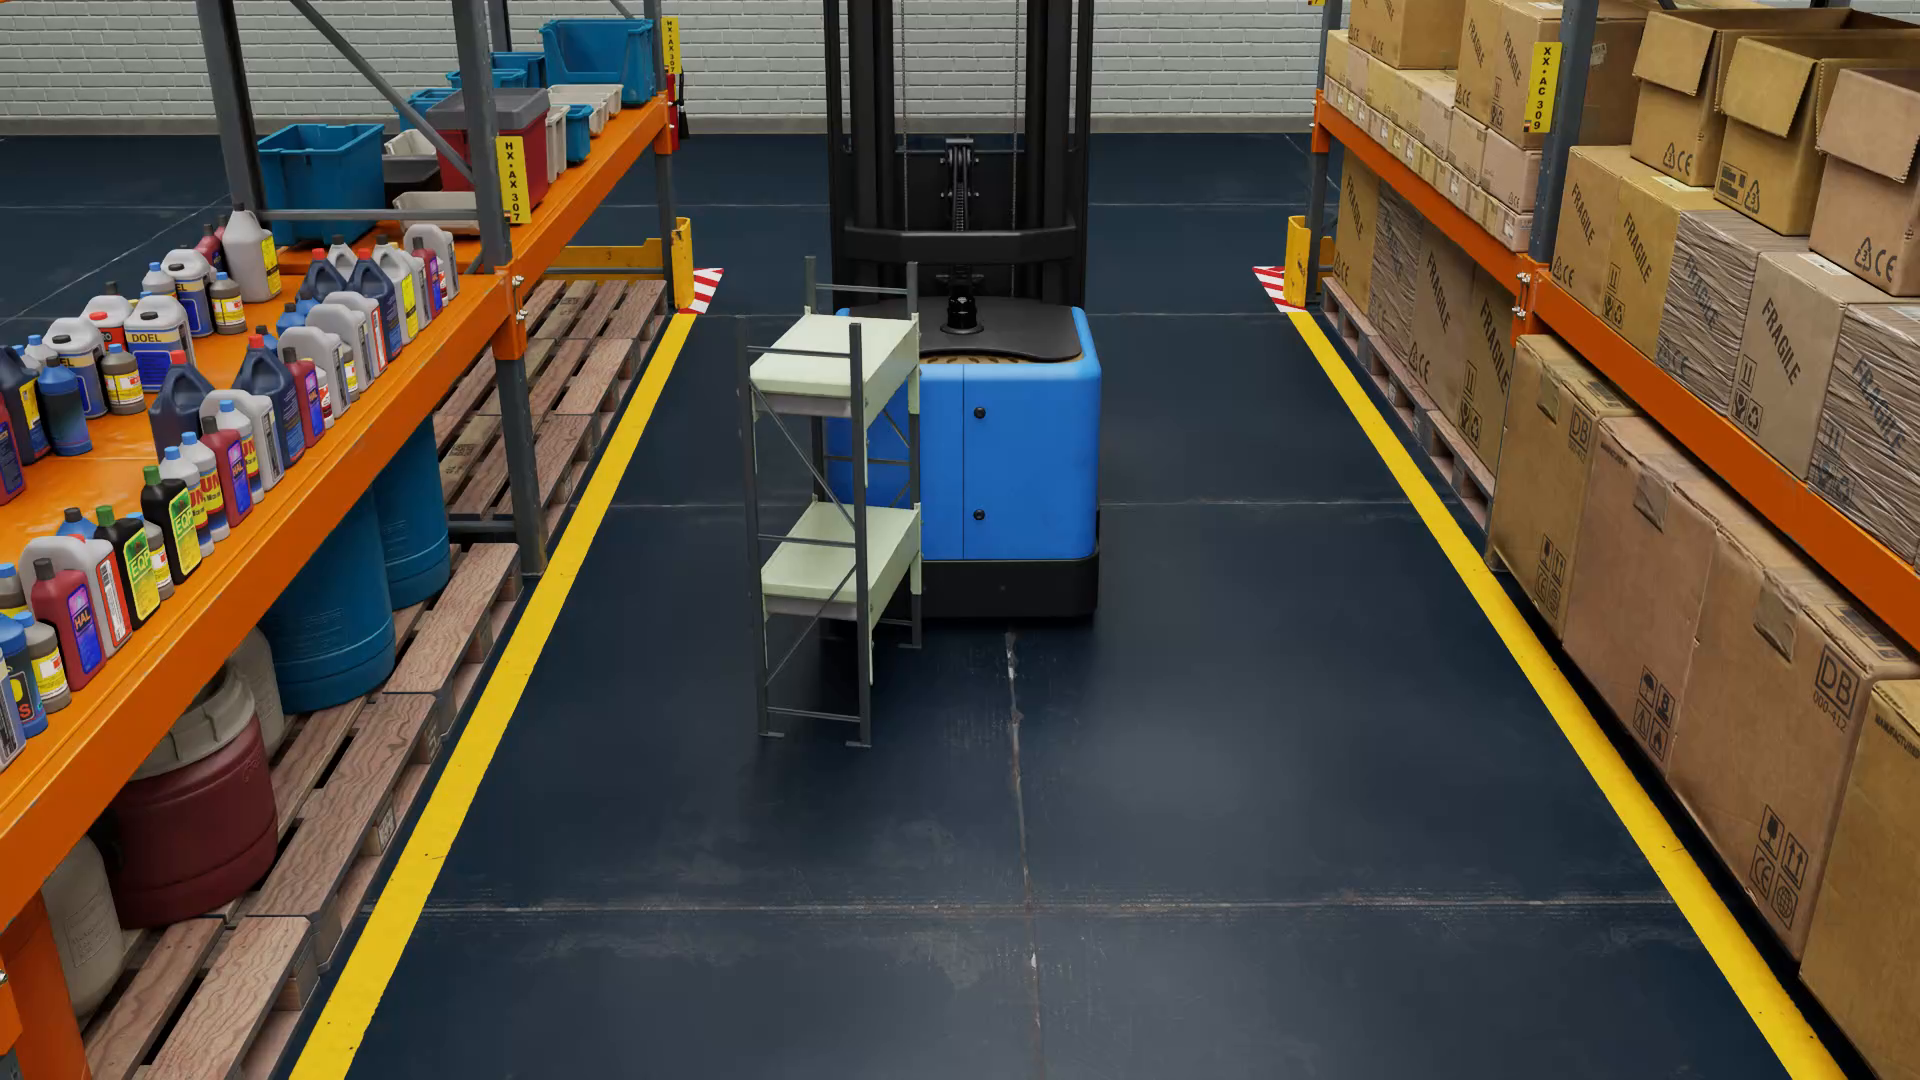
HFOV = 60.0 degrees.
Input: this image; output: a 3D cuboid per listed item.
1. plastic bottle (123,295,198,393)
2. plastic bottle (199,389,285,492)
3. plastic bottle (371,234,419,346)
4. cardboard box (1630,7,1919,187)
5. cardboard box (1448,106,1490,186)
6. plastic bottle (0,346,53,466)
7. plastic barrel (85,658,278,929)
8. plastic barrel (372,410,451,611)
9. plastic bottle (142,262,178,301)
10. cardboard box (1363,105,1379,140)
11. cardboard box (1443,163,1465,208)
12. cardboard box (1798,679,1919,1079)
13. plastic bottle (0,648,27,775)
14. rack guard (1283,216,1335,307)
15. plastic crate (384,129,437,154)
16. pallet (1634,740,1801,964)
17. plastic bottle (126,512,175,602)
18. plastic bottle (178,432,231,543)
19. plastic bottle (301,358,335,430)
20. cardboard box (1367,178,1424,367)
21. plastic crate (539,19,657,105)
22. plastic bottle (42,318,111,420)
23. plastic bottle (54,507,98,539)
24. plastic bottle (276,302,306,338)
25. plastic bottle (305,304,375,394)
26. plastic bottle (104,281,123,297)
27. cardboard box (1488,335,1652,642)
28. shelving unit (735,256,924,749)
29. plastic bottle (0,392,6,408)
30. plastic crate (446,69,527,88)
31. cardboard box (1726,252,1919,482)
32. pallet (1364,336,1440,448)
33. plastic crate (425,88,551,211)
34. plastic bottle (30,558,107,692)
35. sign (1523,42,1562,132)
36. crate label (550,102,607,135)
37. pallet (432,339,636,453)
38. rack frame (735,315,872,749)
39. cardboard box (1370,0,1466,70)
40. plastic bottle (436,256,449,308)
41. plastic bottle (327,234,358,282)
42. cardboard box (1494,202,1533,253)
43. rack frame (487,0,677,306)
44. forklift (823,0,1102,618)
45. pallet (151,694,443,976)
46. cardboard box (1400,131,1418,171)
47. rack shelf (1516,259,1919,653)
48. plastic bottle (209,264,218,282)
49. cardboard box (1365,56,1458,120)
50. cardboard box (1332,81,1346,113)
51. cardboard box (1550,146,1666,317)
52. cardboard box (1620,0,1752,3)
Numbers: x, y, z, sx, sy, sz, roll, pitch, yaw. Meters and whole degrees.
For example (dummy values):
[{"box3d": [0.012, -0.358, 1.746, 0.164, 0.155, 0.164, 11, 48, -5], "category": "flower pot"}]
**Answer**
[{"box3d": [-2.449, -0.600, 5.088, 0.152, 0.276, 0.135, 0, 24, -1], "category": "plastic bottle"}, {"box3d": [-1.888, -0.276, 4.372, 0.152, 0.276, 0.135, 0, 24, -1], "category": "plastic bottle"}, {"box3d": [-1.898, -0.830, 5.506, 0.144, 0.351, 0.185, 0, 24, -1], "category": "plastic bottle"}, {"box3d": [2.733, -1.492, 5.570, 0.797, 0.503, 0.637, -1, 24, -2], "category": "cardboard box"}, {"box3d": [2.442, -1.713, 7.220, 0.500, 0.250, 0.500, 0, 24, 1], "category": "cardboard box"}, {"box3d": [-2.598, -0.392, 4.536, 0.144, 0.351, 0.185, 0, 24, -1], "category": "plastic bottle"}, {"box3d": [-2.226, 0.659, 4.570, 0.600, 0.588, 0.708, 0, 24, -1], "category": "plastic barrel"}, {"box3d": [-2.246, -0.241, 6.180, 0.600, 0.901, 0.708, 0, 24, -1], "category": "plastic barrel"}, {"box3d": [-2.633, -0.780, 5.491, 0.097, 0.271, 0.097, 0, 24, 0], "category": "plastic bottle"}, {"box3d": [2.361, -2.215, 8.812, 0.380, 0.149, 0.250, -1, 24, -2], "category": "cardboard box"}, {"box3d": [2.378, -1.580, 7.408, 0.380, 0.149, 0.250, 0, 24, 0], "category": "cardboard box"}, {"box3d": [2.775, 0.888, 3.715, 1.225, 0.875, 0.875, -1, 24, -3], "category": "cardboard box"}, {"box3d": [-1.873, 0.295, 3.108, 0.152, 0.276, 0.135, 0, 24, -1], "category": "plastic bottle"}, {"box3d": [2.674, -1.772, 10.560, 1.175, 0.500, 0.348, 0, 24, -1], "category": "rack guard"}, {"box3d": [-2.555, -1.853, 7.955, 0.293, 0.136, 0.466, 0, 24, -1], "category": "plastic crate"}, {"box3d": [2.818, 0.840, 5.137, 1.003, 0.211, 1.213, 0, 24, -1], "category": "pallet"}, {"box3d": [-1.853, 0.035, 3.773, 0.097, 0.201, 0.097, 0, 24, 0], "category": "plastic bottle"}, {"box3d": [-1.857, -0.132, 4.057, 0.097, 0.271, 0.097, 0, 24, 0], "category": "plastic bottle"}, {"box3d": [-1.865, -0.422, 4.783, 0.097, 0.201, 0.097, 0, 24, 0], "category": "plastic bottle"}, {"box3d": [2.771, -1.485, 8.963, 0.875, 0.875, 0.875, 0, 24, -1], "category": "cardboard box"}, {"box3d": [-2.088, -2.785, 9.651, 0.616, 0.435, 0.499, 0, 24, -1], "category": "plastic crate"}, {"box3d": [-2.598, -0.504, 4.875, 0.152, 0.276, 0.135, 0, 24, -1], "category": "plastic bottle"}, {"box3d": [-1.913, 0.059, 3.636, 0.097, 0.271, 0.097, 0, 24, 0], "category": "plastic bottle"}, {"box3d": [-2.021, -0.588, 5.067, 0.097, 0.271, 0.097, 0, 24, 0], "category": "plastic bottle"}, {"box3d": [-1.897, -0.599, 5.084, 0.152, 0.276, 0.135, 0, 24, -1], "category": "plastic bottle"}, {"box3d": [-2.648, -0.658, 5.206, 0.061, 0.283, 0.133, 0, 24, -1], "category": "plastic bottle"}, {"box3d": [2.745, -0.212, 6.147, 1.225, 0.875, 0.875, 0, 24, 0], "category": "cardboard box"}, {"box3d": [-0.421, -0.139, 5.738, 0.431, 1.500, 0.755, 5, 25, 11], "category": "shelving unit"}, {"box3d": [-2.577, -0.296, 4.406, 0.061, 0.283, 0.133, 0, 24, -1], "category": "plastic bottle"}, {"box3d": [-2.598, -2.455, 9.168, 0.416, 0.233, 0.300, 0, 24, -1], "category": "plastic crate"}, {"box3d": [2.495, -0.481, 4.552, 0.500, 0.500, 0.500, 0, 24, 0], "category": "cardboard box"}, {"box3d": [2.771, -0.799, 8.761, 1.003, 0.211, 1.213, 0, 24, -1], "category": "pallet"}, {"box3d": [-1.994, -1.656, 7.120, 0.402, 0.464, 0.583, 0, 24, -1], "category": "plastic crate"}, {"box3d": [-1.831, 0.156, 3.407, 0.061, 0.283, 0.133, 0, 24, -1], "category": "plastic bottle"}, {"box3d": [2.163, -1.680, 6.177, 0.100, 0.325, 0.005, 0, 24, -1], "category": "sign"}, {"box3d": [-2.072, -2.216, 8.757, 0.396, 0.136, 0.243, 0, 24, -1], "category": "crate label"}, {"box3d": [-2.298, -0.766, 8.688, 1.003, 0.211, 1.213, 0, 24, -1], "category": "pallet"}, {"box3d": [-0.498, 0.008, 5.413, 0.400, 1.500, 0.023, 5, 25, 11], "category": "rack frame"}, {"box3d": [2.426, -2.691, 8.471, 0.500, 0.500, 0.500, -1, 24, -2], "category": "cardboard box"}, {"box3d": [-1.879, -0.931, 5.909, 0.097, 0.201, 0.097, 0, 24, 0], "category": "plastic bottle"}, {"box3d": [-2.042, -0.830, 5.504, 0.144, 0.351, 0.185, 0, 24, -1], "category": "plastic bottle"}, {"box3d": [2.387, -1.262, 6.705, 0.380, 0.149, 0.250, 0, 24, 0], "category": "cardboard box"}, {"box3d": [-2.279, -2.878, 9.974, 1.000, 3.000, 0.127, 0, 24, -1], "category": "rack frame"}, {"box3d": [-0.010, -1.595, 7.220, 1.130, 2.935, 3.031, 0, 24, -1], "category": "forklift"}, {"box3d": [-2.252, 0.863, 5.087, 1.003, 0.211, 1.213, 0, 24, -1], "category": "pallet"}, {"box3d": [2.371, -1.896, 8.108, 0.380, 0.149, 0.250, 0, 24, 0], "category": "cardboard box"}, {"box3d": [2.739, -0.100, 4.705, 1.077, 0.370, 4.000, 0, 24, -1], "category": "rack shelf"}, {"box3d": [-2.637, -0.884, 5.806, 0.097, 0.201, 0.097, 0, 24, 0], "category": "plastic bottle"}, {"box3d": [2.423, -2.348, 8.621, 0.500, 0.250, 0.500, -1, 24, -2], "category": "cardboard box"}, {"box3d": [2.352, -2.533, 9.515, 0.380, 0.149, 0.250, -1, 24, -1], "category": "cardboard box"}, {"box3d": [2.473, -1.107, 5.937, 0.500, 0.500, 0.500, 0, 24, 0], "category": "cardboard box"}, {"box3d": [2.970, -2.063, 7.082, 0.500, 0.500, 0.500, 0, 24, -1], "category": "cardboard box"}]
